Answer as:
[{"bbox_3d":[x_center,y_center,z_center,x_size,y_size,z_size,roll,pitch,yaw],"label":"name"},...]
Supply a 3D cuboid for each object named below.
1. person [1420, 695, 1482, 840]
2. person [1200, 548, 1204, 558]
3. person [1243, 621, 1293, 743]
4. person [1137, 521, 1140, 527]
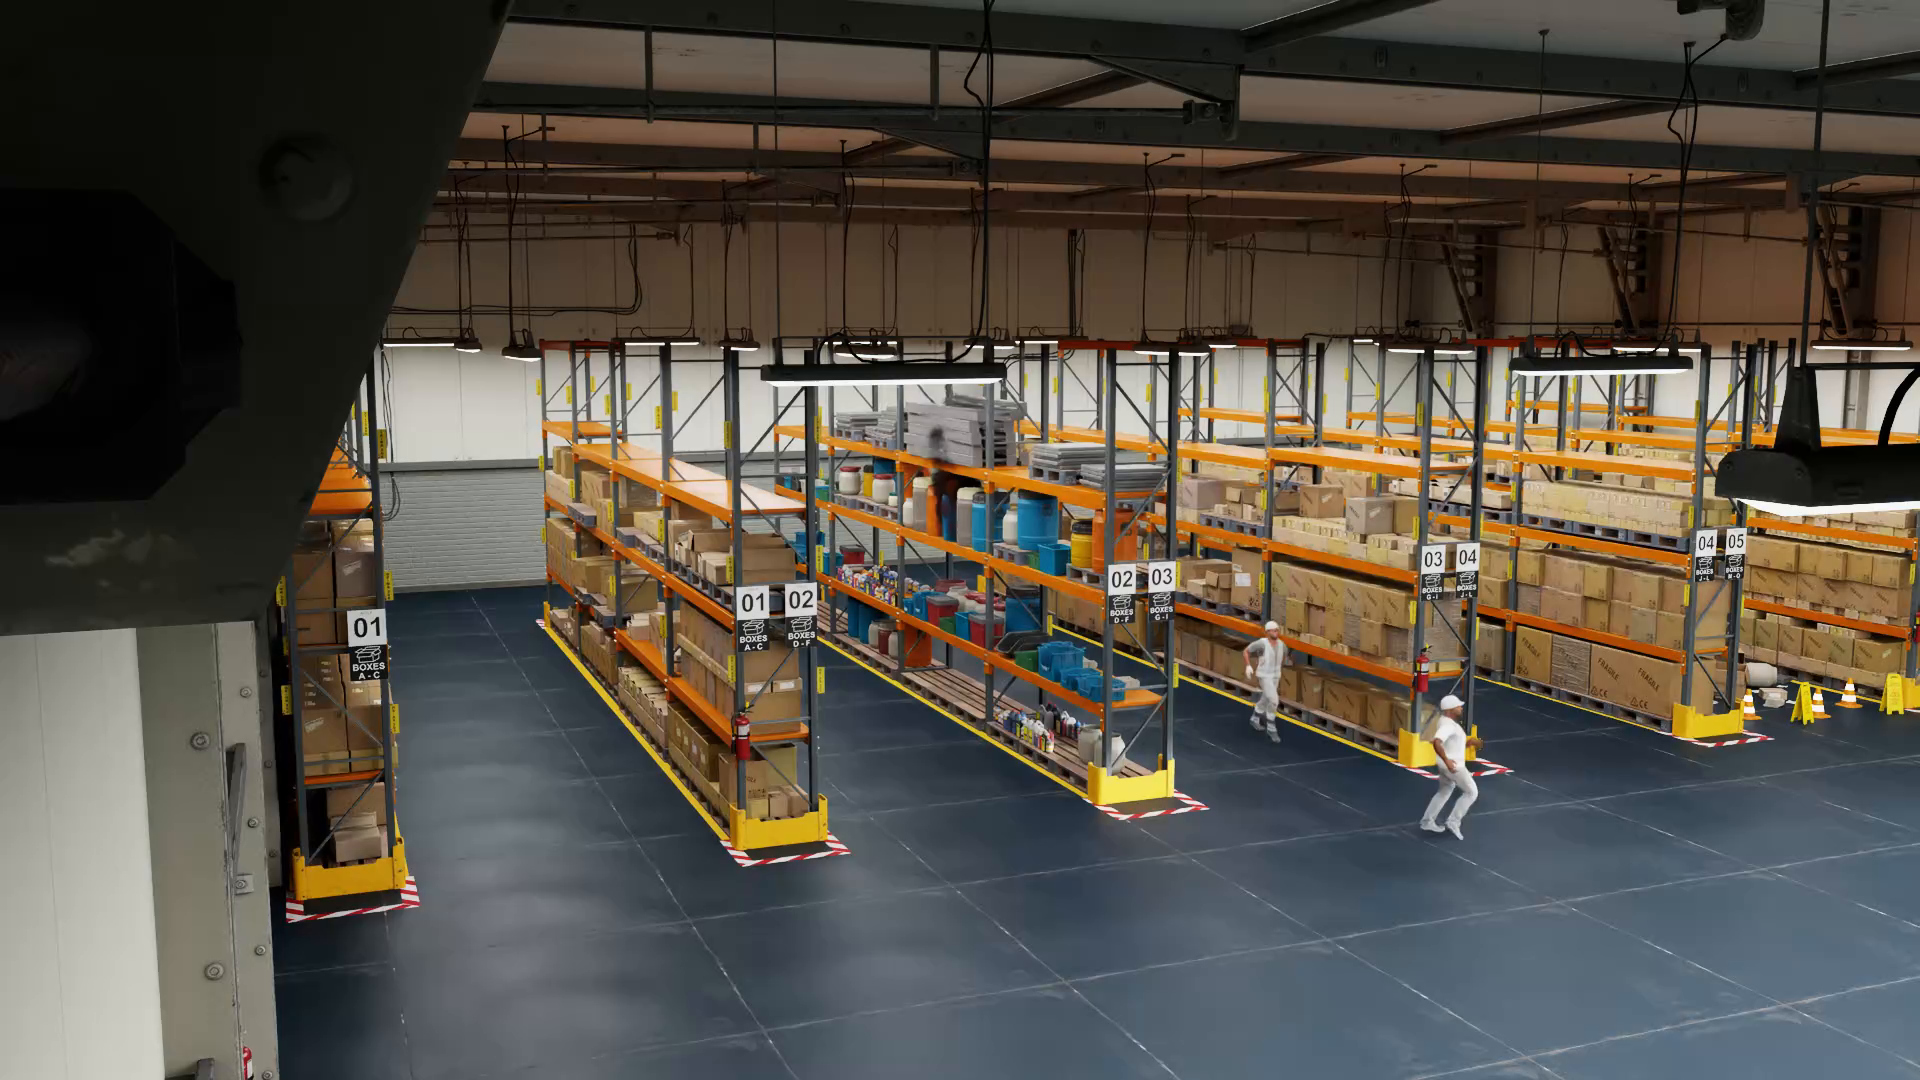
[{"bbox_3d":[6.079,2.804,20.513,0.725,1.793,0.676,0,7,2],"label":"person"},{"bbox_3d":[4.998,0.906,35.558,0.628,1.636,0.583,-4,8,-29],"label":"person"},{"bbox_3d":[4.719,2.140,25.423,0.643,1.844,0.876,-5,9,-34],"label":"person"},{"bbox_3d":[4.192,0.346,39.947,0.601,1.603,0.723,2,8,15],"label":"person"}]
